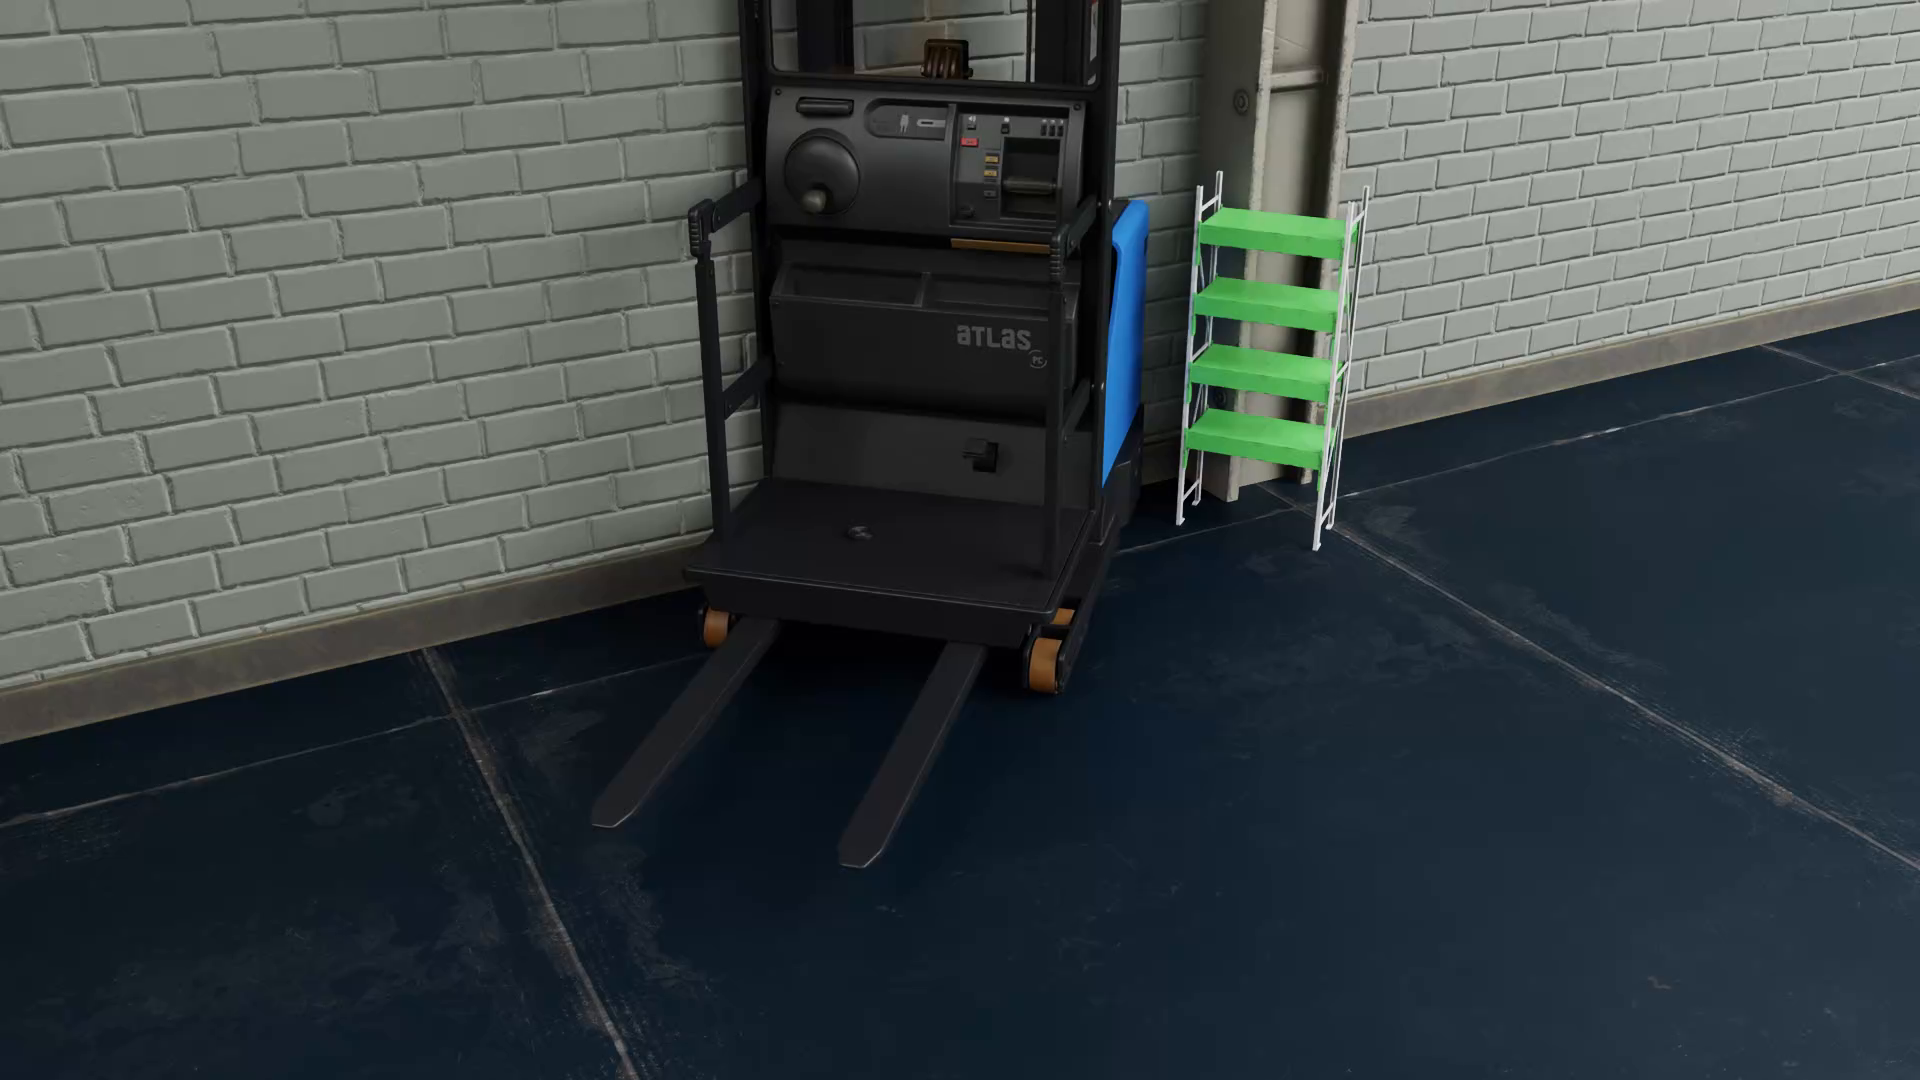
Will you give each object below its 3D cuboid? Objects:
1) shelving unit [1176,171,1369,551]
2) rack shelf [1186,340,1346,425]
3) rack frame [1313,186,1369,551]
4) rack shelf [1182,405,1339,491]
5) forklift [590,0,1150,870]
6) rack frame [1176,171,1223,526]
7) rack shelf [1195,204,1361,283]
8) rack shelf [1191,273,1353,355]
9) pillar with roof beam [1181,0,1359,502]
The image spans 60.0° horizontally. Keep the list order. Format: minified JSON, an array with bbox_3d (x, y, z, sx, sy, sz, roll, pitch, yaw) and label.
[{"bbox_3d":[1.039,-0.596,5.605,0.503,1.200,0.258,11,28,22],"label":"shelving unit"},{"bbox_3d":[1.039,-0.538,5.632,0.480,0.148,0.258,11,28,22],"label":"rack shelf"},{"bbox_3d":[1.261,-0.552,5.512,0.015,1.200,0.240,11,28,22],"label":"rack frame"},{"bbox_3d":[1.039,-0.322,5.736,0.480,0.148,0.258,11,28,22],"label":"rack shelf"},{"bbox_3d":[-0.158,-1.058,4.567,1.130,2.935,3.031,6,26,13],"label":"forklift"},{"bbox_3d":[0.818,-0.640,5.697,0.015,1.200,0.240,11,28,22],"label":"rack frame"},{"bbox_3d":[1.039,-0.971,5.425,0.480,0.148,0.258,11,28,22],"label":"rack shelf"},{"bbox_3d":[1.039,-0.755,5.529,0.480,0.148,0.258,11,28,22],"label":"rack shelf"},{"bbox_3d":[3.094,-2.649,0.870,0.400,9.000,9.100,-13,29,-25],"label":"pillar with roof beam"}]
